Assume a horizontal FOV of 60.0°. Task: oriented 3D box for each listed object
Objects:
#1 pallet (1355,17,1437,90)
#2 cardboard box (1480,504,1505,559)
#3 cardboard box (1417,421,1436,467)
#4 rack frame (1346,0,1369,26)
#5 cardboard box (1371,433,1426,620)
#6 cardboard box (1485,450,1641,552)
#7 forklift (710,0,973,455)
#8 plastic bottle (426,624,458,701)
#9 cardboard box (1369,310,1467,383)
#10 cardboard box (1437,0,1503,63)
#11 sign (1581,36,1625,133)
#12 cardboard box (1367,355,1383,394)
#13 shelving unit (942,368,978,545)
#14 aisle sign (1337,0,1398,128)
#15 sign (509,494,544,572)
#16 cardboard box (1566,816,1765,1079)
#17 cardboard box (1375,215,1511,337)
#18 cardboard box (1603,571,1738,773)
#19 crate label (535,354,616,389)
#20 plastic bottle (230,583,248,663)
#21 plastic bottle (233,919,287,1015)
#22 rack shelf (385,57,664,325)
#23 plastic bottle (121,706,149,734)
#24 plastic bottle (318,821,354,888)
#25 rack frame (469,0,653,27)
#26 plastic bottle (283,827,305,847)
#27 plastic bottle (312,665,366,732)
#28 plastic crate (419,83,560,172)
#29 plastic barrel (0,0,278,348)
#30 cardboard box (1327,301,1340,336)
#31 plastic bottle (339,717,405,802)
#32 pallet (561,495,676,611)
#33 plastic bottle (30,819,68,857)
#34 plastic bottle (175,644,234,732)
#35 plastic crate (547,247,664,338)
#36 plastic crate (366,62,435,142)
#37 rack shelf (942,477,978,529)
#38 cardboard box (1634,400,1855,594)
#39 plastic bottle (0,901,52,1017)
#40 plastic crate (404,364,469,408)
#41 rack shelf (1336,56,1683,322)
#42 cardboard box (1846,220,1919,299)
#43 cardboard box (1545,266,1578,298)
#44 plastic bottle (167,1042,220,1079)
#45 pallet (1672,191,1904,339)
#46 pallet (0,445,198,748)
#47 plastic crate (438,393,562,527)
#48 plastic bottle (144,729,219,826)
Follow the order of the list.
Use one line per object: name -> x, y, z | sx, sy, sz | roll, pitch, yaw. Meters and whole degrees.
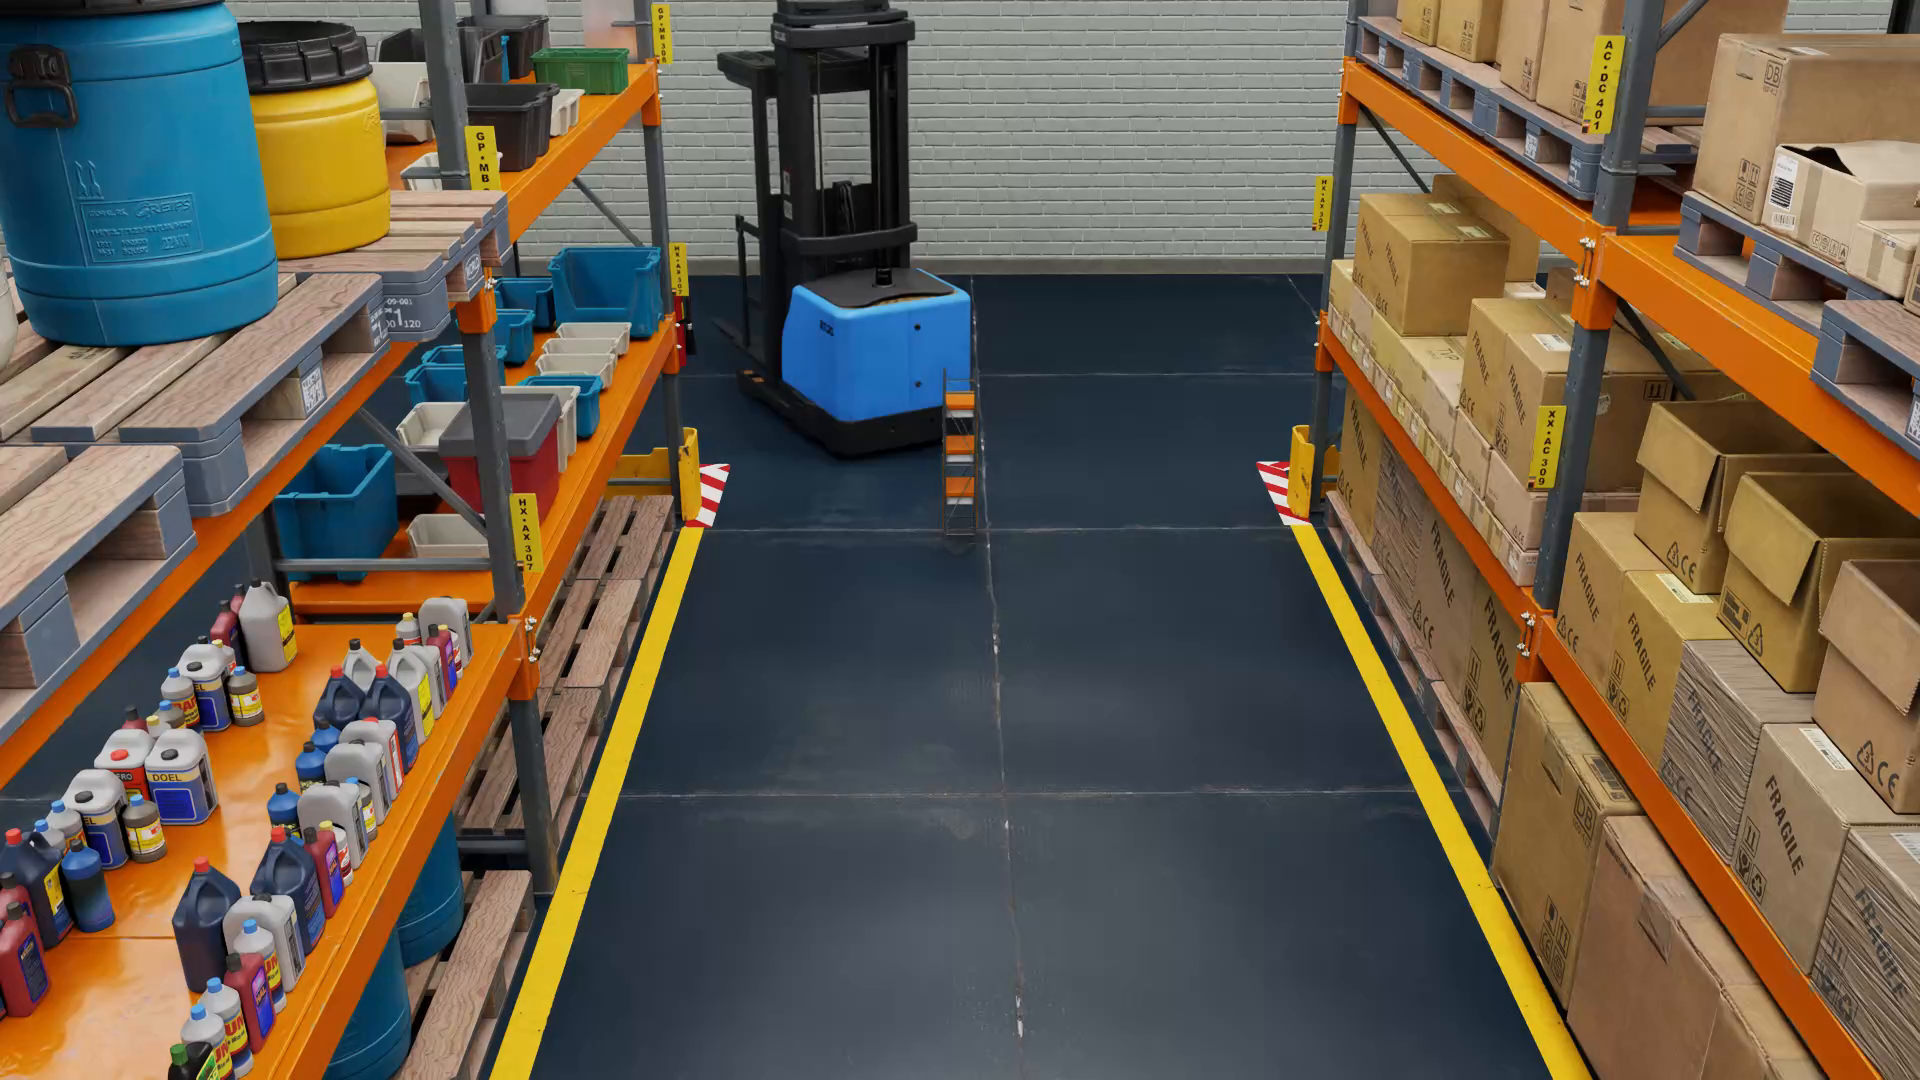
pallet -> 2.729, -2.589, 8.802 | 1.003, 0.211, 1.213 | 0, 24, -1
cardboard box -> 2.420, -0.036, 6.995 | 0.380, 0.149, 0.250 | 0, 24, 0
cardboard box -> 2.408, -0.459, 7.930 | 0.380, 0.149, 0.250 | -1, 24, -1
rack frame -> 2.710, -4.302, 8.841 | 1.000, 3.000, 0.127 | 0, 24, -1
cardboard box -> 2.807, -0.153, 9.017 | 0.875, 0.875, 0.875 | 0, 24, -1
cardboard box -> 2.486, -0.168, 6.802 | 0.500, 0.250, 0.500 | -1, 24, -2
forklift -> -1.057, -2.484, 12.185 | 1.130, 2.935, 3.031 | -13, 27, -26
plastic bottle -> -1.823, 0.411, 5.842 | 0.061, 0.283, 0.133 | 0, 24, -1
cardboard box -> 2.459, -1.015, 8.676 | 0.500, 0.250, 0.500 | -1, 24, -2
cardboard box -> 2.709, -2.558, 7.874 | 0.700, 0.500, 0.500 | -2, 24, -4
sign -> 2.199, -1.555, 5.685 | 0.100, 0.325, 0.005 | 0, 24, -1
cardboard box -> 2.397, -0.883, 8.866 | 0.380, 0.149, 0.250 | -1, 24, -2
shelving unit -> -0.001, -0.500, 10.082 | 0.215, 1.050, 0.252 | 0, 24, -1
aisle sign -> 2.409, -2.781, 9.604 | 0.394, 0.787, 0.004 | 0, 24, -1
sign -> -1.649, -0.026, 6.331 | 0.100, 0.325, 0.005 | 0, 24, -1
cardboard box -> 2.791, 1.489, 5.387 | 1.225, 0.875, 0.875 | -1, 24, -2
cardboard box -> 2.462, -1.359, 8.525 | 0.500, 0.500, 0.500 | -1, 24, -2
cardboard box -> 2.515, 0.432, 5.533 | 0.500, 0.500, 0.500 | 0, 24, 0
crate label -> -2.037, -0.884, 8.811 | 0.396, 0.136, 0.243 | 0, 24, -1
plastic bottle -> -2.622, 0.308, 6.070 | 0.061, 0.283, 0.133 | 0, 24, -1
plastic bottle -> -1.823, 1.106, 4.322 | 0.097, 0.271, 0.097 | 0, 24, 0
rack shelf -> -2.221, -1.761, 7.736 | 1.077, 0.370, 4.000 | 0, 24, -1
plastic bottle -> -2.612, 0.674, 5.260 | 0.061, 0.283, 0.133 | 0, 24, -1
plastic bottle -> -1.829, 0.911, 4.837 | 0.097, 0.201, 0.097 | 0, 24, 0
rack frame -> -2.243, -4.279, 8.792 | 1.000, 3.000, 0.127 | 0, 24, -1
plastic bottle -> -1.889, 0.934, 4.701 | 0.097, 0.271, 0.097 | 0, 24, 0
plastic bottle -> -2.004, 0.579, 5.390 | 0.144, 0.351, 0.185 | 0, 24, -1
plastic crate -> -1.938, -1.718, 6.927 | 0.497, 0.269, 0.590 | 0, 24, -1
plastic barrel -> -2.027, -0.982, 4.022 | 0.600, 0.901, 0.708 | 0, 24, -1
cardboard box -> 2.384, -1.306, 9.803 | 0.380, 0.149, 0.250 | 0, 24, 0
plastic bottle -> -1.862, 0.678, 5.261 | 0.152, 0.276, 0.135 | 0, 24, -1
pallet -> -2.272, 0.065, 9.851 | 1.003, 0.211, 1.213 | 0, 24, -1
plastic bottle -> -2.587, 0.918, 4.735 | 0.097, 0.271, 0.097 | 0, 24, 0
plastic bottle -> -2.571, 0.502, 5.651 | 0.152, 0.276, 0.135 | 0, 24, -1
plastic crate -> -2.052, -1.452, 9.705 | 0.616, 0.435, 0.499 | 0, 24, -1
plastic crate -> -2.527, -1.944, 7.412 | 0.437, 0.282, 0.530 | 0, 24, -1
rack shelf -> -0.001, -0.238, 10.201 | 0.215, 0.259, 0.240 | 0, 24, -1
cardboard box -> 2.769, -0.159, 5.624 | 0.797, 0.503, 0.637 | -1, 24, -2
plastic bottle -> -2.457, 1.091, 4.339 | 0.061, 0.283, 0.133 | 0, 24, -1
plastic crate -> -2.552, -0.728, 8.349 | 0.416, 0.233, 0.300 | 0, 24, -1
rack shelf -> 2.732, -1.783, 7.785 | 1.077, 0.370, 4.000 | 0, 24, -1
cardboard box -> 2.620, -0.749, 4.422 | 0.380, 0.149, 0.250 | -1, 24, -3
cardboard box -> 2.996, -0.945, 7.610 | 0.500, 0.500, 0.500 | -1, 24, -2
plastic bottle -> -1.800, 1.283, 3.915 | 0.061, 0.283, 0.133 | 0, 24, -1
pallet -> 2.813, -0.822, 5.020 | 0.805, 0.209, 1.217 | -1, 24, -3
pallet -> -2.066, 0.154, 2.858 | 1.003, 0.211, 1.213 | 0, 24, -1
plastic crate -> -1.958, -0.323, 7.174 | 0.402, 0.464, 0.583 | 0, 24, -1
plastic bottle -> -2.413, 0.732, 5.142 | 0.152, 0.276, 0.135 | 0, 24, -1
